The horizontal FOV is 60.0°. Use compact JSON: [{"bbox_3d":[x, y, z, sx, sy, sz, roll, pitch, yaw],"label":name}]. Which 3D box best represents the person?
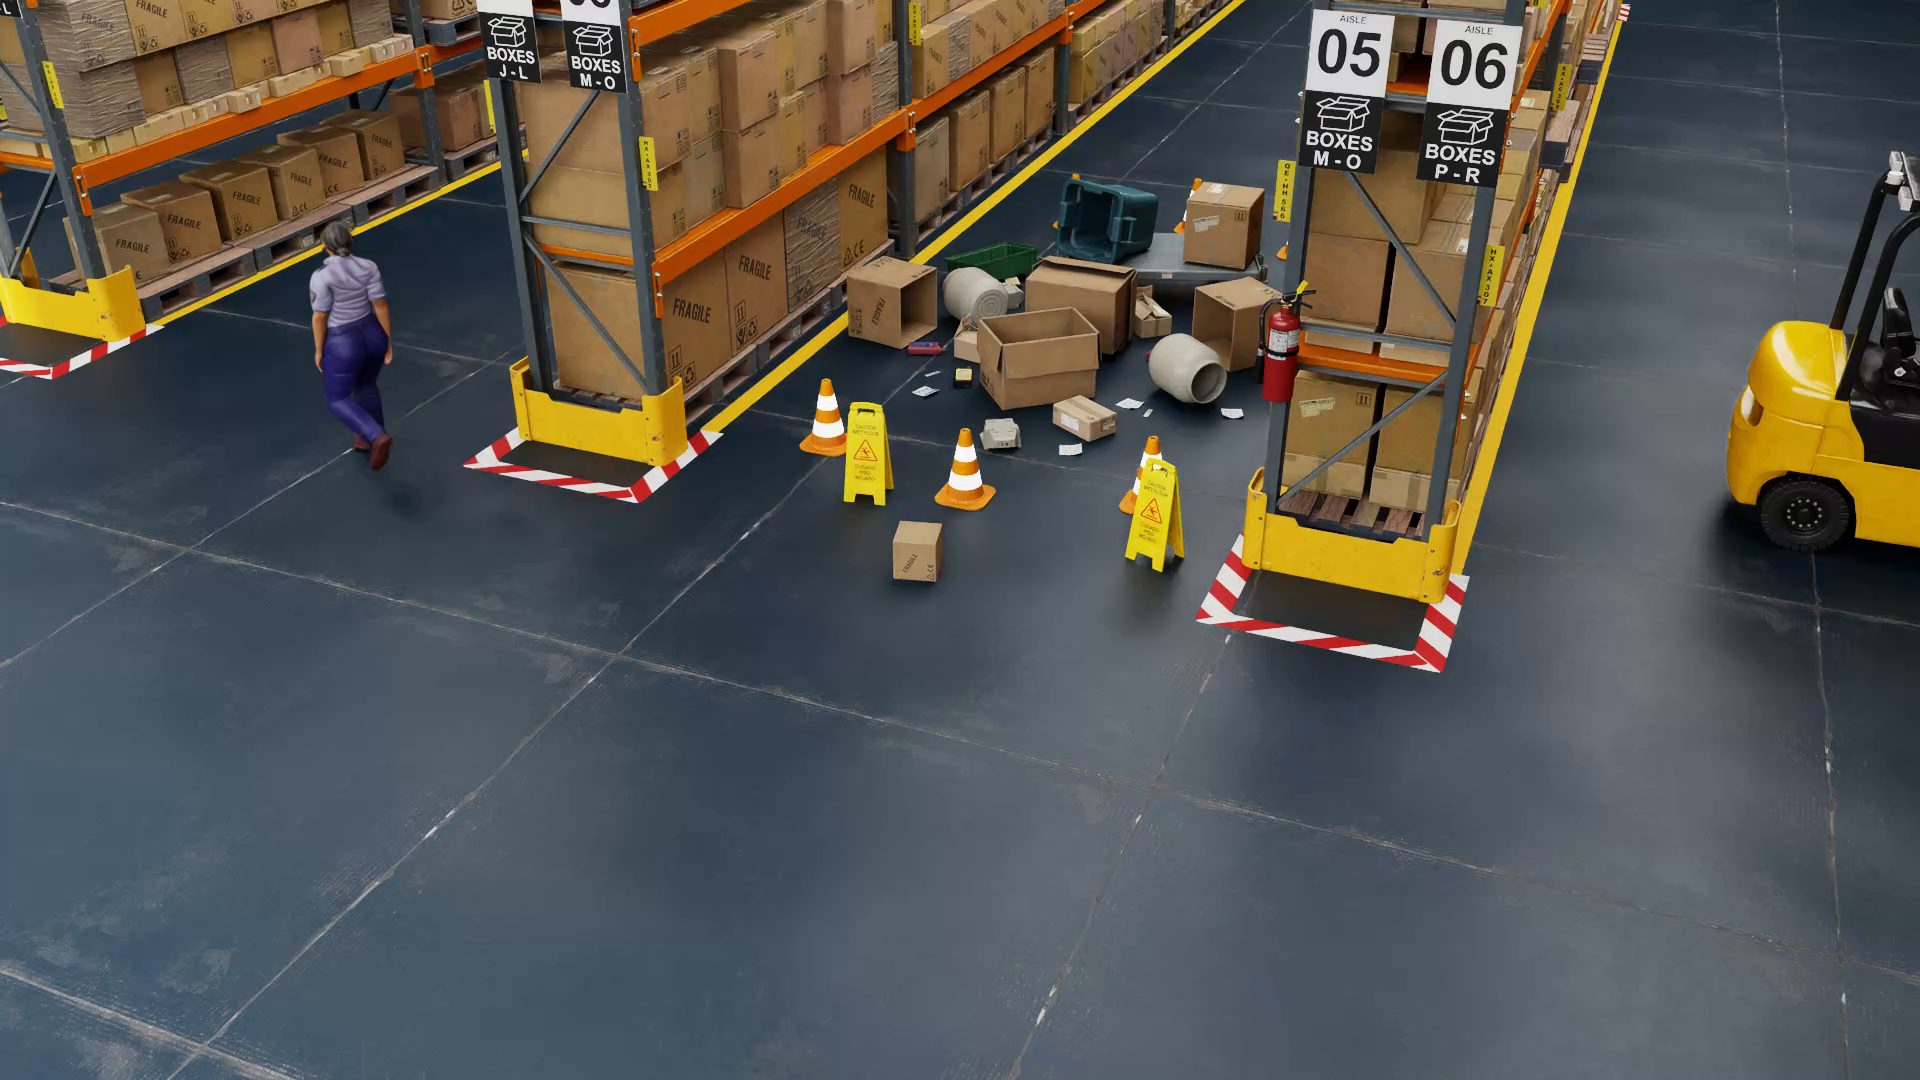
[{"bbox_3d":[-3.814,-1.227,10.517,0.704,1.626,0.471,21,36,33],"label":"person"}]
